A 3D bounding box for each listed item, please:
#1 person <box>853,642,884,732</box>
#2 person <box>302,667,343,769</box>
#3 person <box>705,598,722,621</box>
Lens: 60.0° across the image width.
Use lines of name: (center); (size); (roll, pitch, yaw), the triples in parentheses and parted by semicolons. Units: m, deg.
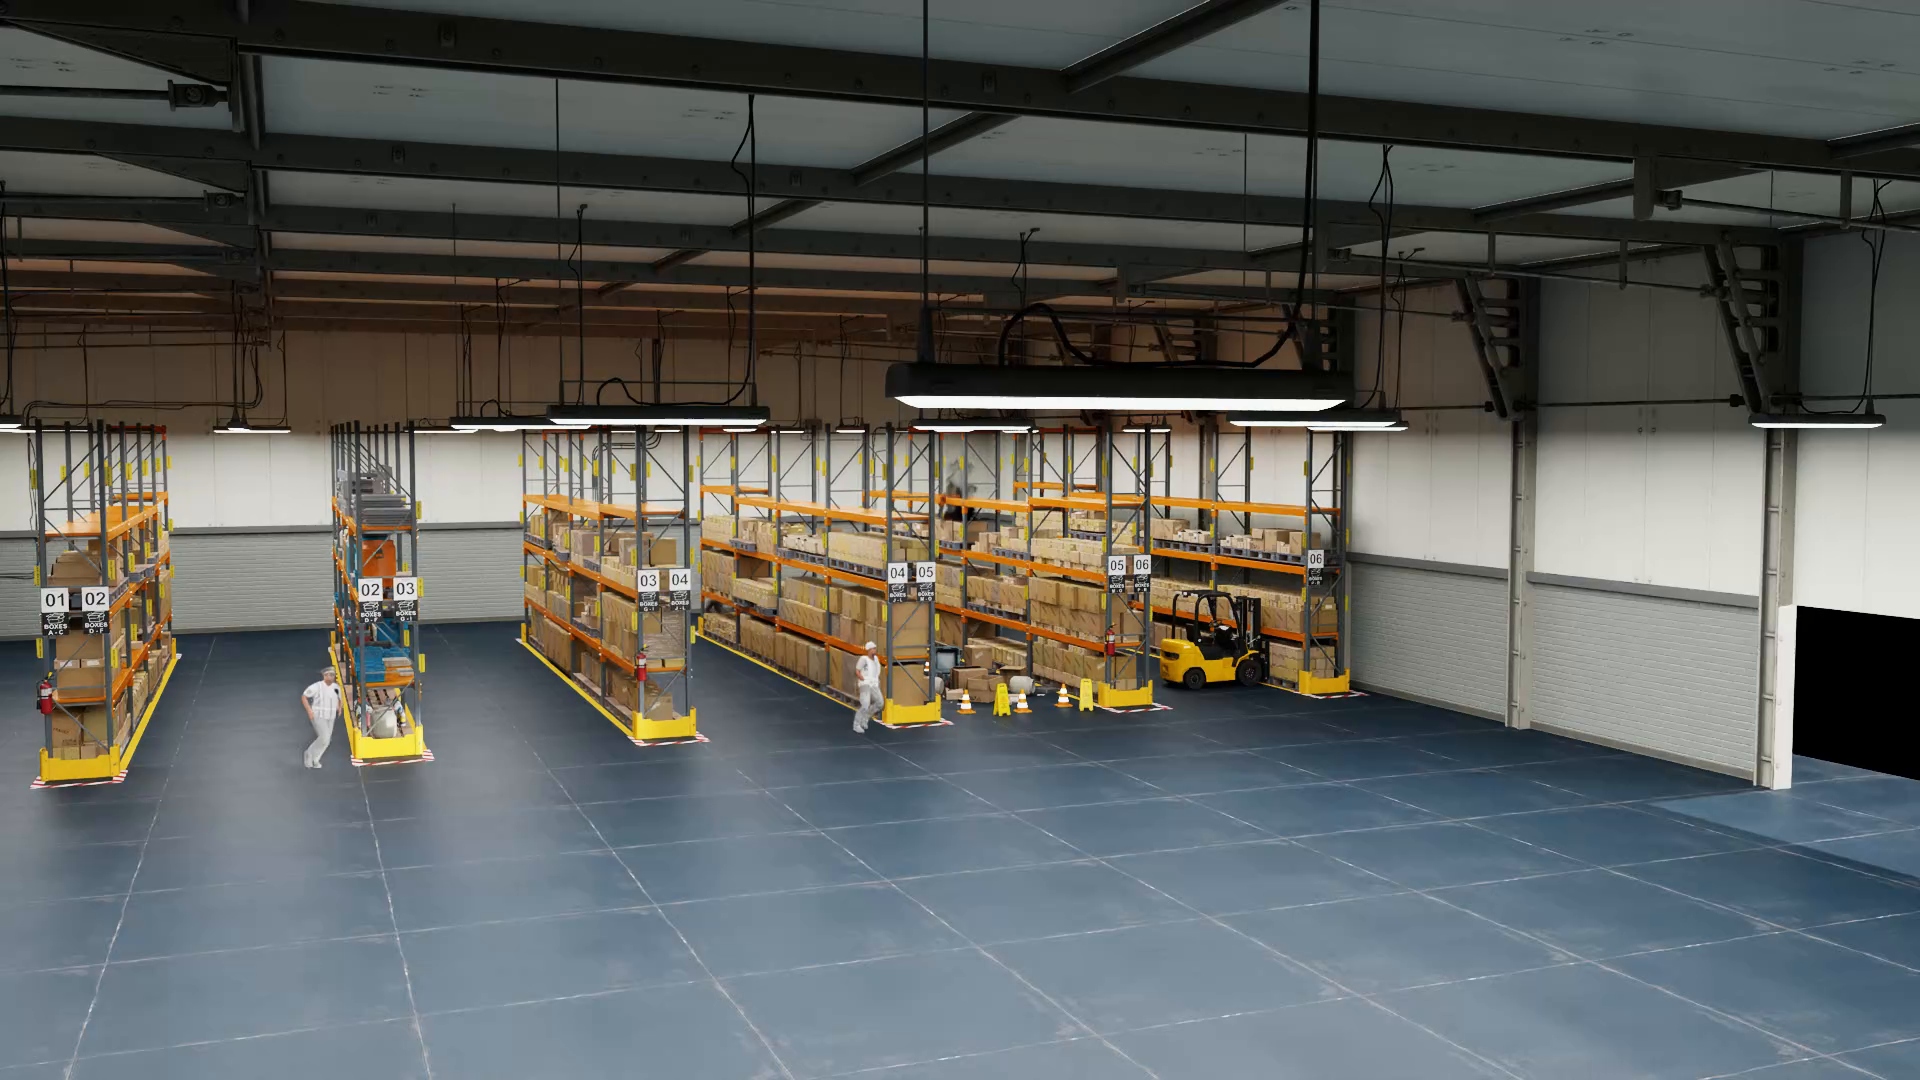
person: (-1.722, 2.843, 32.263); (0.547, 1.725, 0.747); (3, 5, 38)
person: (-10.961, 3.062, 28.747); (0.573, 1.725, 0.719); (2, 4, 31)
person: (-7.235, 1.807, 49.264); (0.787, 1.768, 0.644); (-2, 4, -32)
